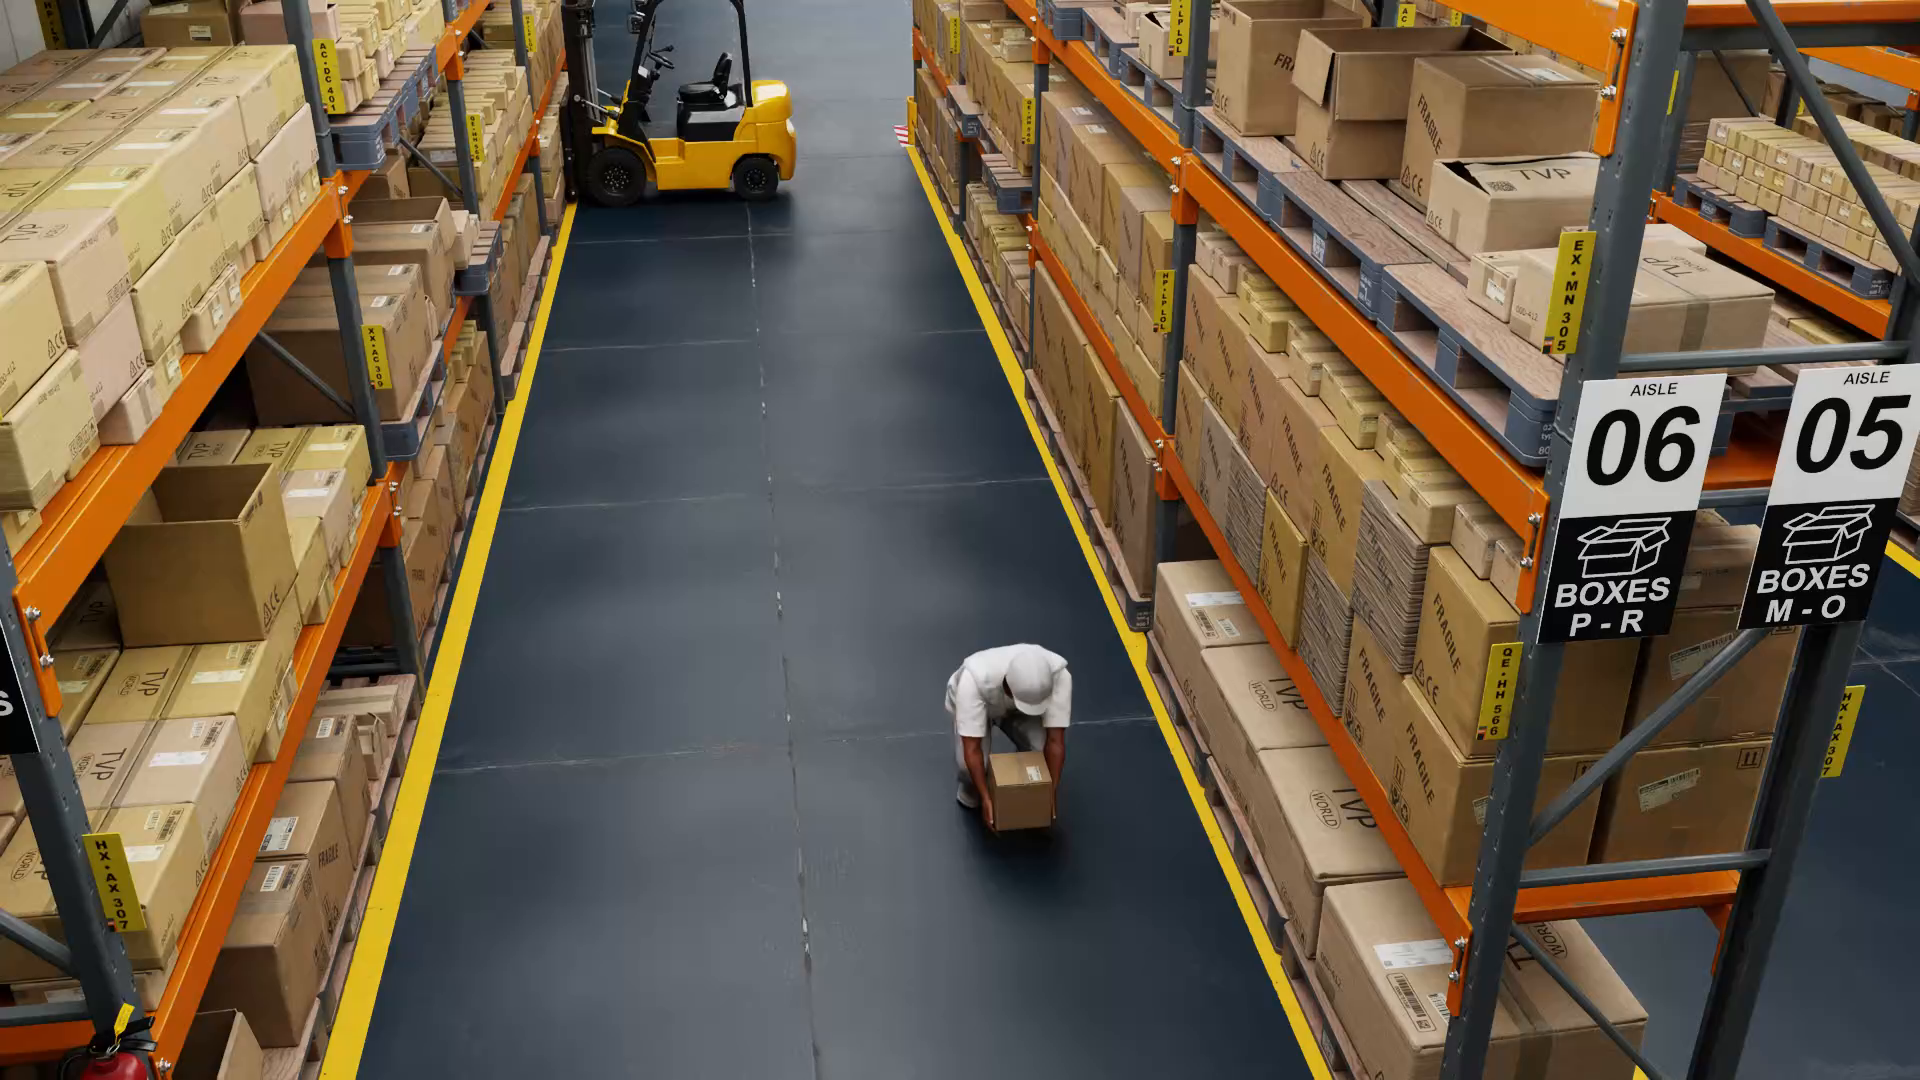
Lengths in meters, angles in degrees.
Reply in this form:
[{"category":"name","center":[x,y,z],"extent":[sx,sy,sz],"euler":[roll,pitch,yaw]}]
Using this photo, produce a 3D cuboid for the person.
[{"category":"person","center":[0.238,0.839,7.789],"extent":[0.555,1.010,0.893],"euler":[-5,27,-9]}]
